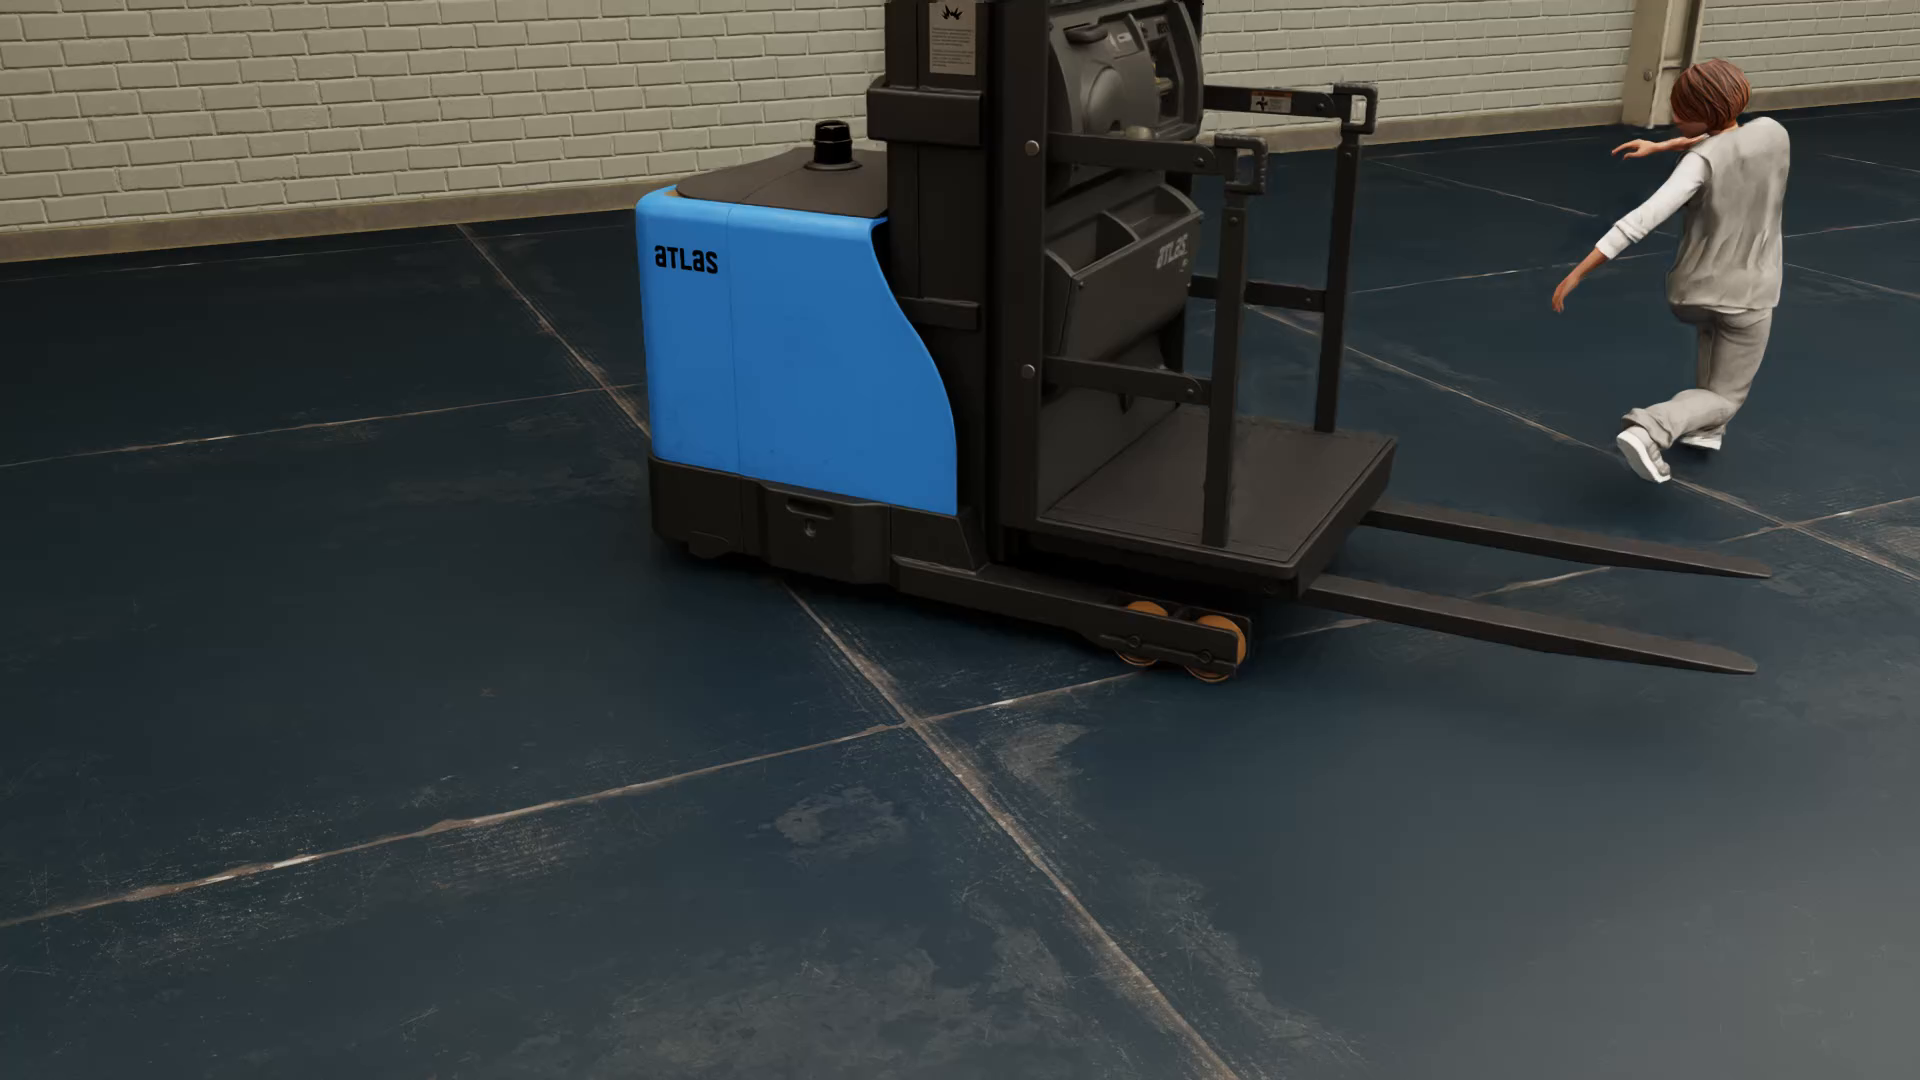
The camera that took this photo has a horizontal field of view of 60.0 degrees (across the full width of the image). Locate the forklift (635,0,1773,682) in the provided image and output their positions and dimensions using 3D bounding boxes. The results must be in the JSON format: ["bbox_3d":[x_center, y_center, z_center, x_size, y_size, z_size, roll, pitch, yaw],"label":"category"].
[{"bbox_3d":[0.624,-1.224,4.233,3.031,2.935,1.130,11,25,25],"label":"forklift"}]

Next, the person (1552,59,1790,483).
[{"bbox_3d":[2.315,-0.859,5.411,0.650,1.371,0.870,11,25,25],"label":"person"}]
